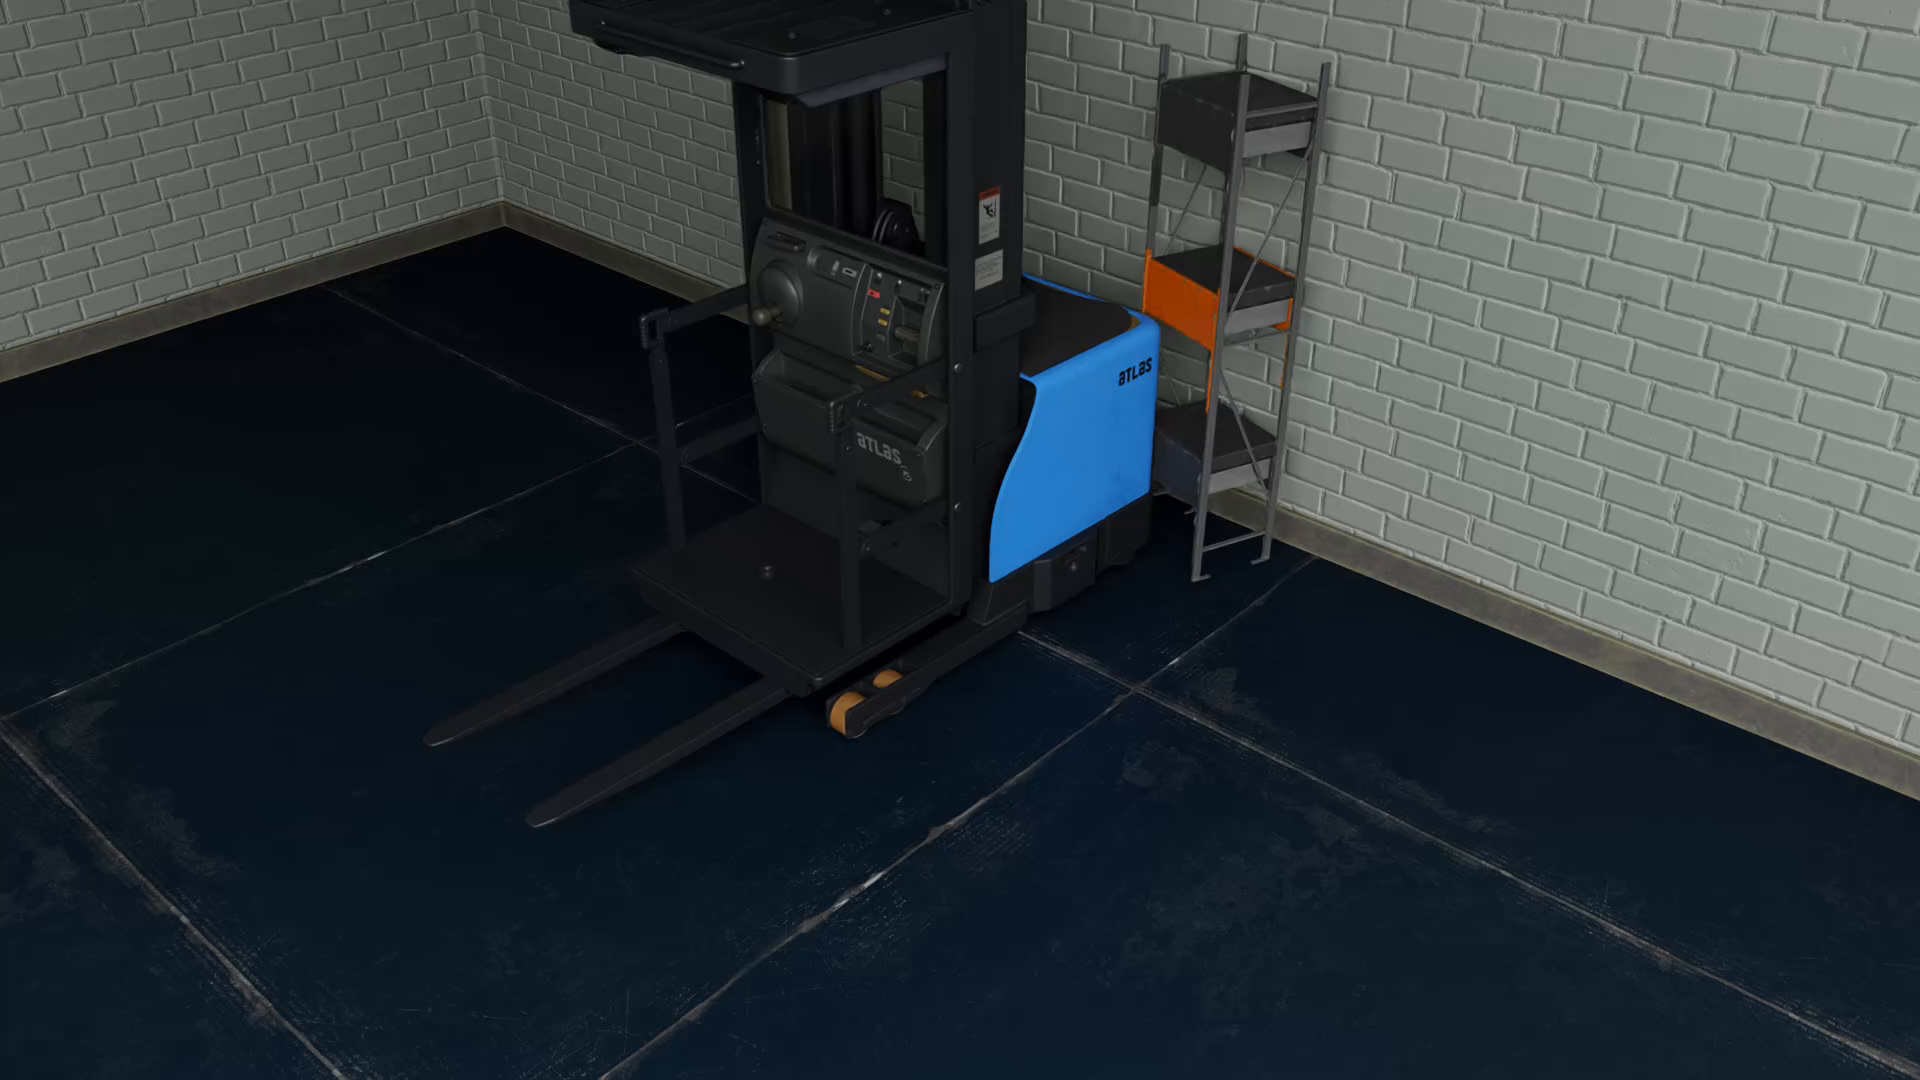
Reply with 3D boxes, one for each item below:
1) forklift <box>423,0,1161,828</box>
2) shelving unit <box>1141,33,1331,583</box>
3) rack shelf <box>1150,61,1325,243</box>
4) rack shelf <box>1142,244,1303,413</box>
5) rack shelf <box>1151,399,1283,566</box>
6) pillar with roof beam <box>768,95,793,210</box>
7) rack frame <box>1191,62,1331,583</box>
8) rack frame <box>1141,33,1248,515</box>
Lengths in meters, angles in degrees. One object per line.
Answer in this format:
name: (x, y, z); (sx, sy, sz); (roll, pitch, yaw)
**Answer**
forklift: (-0.560, -0.834, 5.794); (1.130, 2.935, 3.031); (26, 40, 36)
shelving unit: (1.036, -0.888, 6.662); (0.431, 2.100, 0.503); (-15, 34, -25)
rack shelf: (1.044, -1.481, 6.316); (0.431, 0.518, 0.480); (-15, 34, -25)
rack shelf: (1.035, -0.876, 6.669); (0.431, 0.518, 0.480); (-15, 34, -25)
rack shelf: (1.026, -0.272, 7.021); (0.431, 0.518, 0.480); (-15, 34, -25)
pillar with roof beam: (-3.653, -3.132, 3.727); (0.400, 9.000, 9.100); (25, 39, 35)
rack frame: (1.154, -0.779, 6.478); (0.400, 2.100, 0.015); (-15, 34, -25)
rack frame: (0.917, -0.997, 6.845); (0.400, 2.100, 0.015); (-15, 34, -25)
